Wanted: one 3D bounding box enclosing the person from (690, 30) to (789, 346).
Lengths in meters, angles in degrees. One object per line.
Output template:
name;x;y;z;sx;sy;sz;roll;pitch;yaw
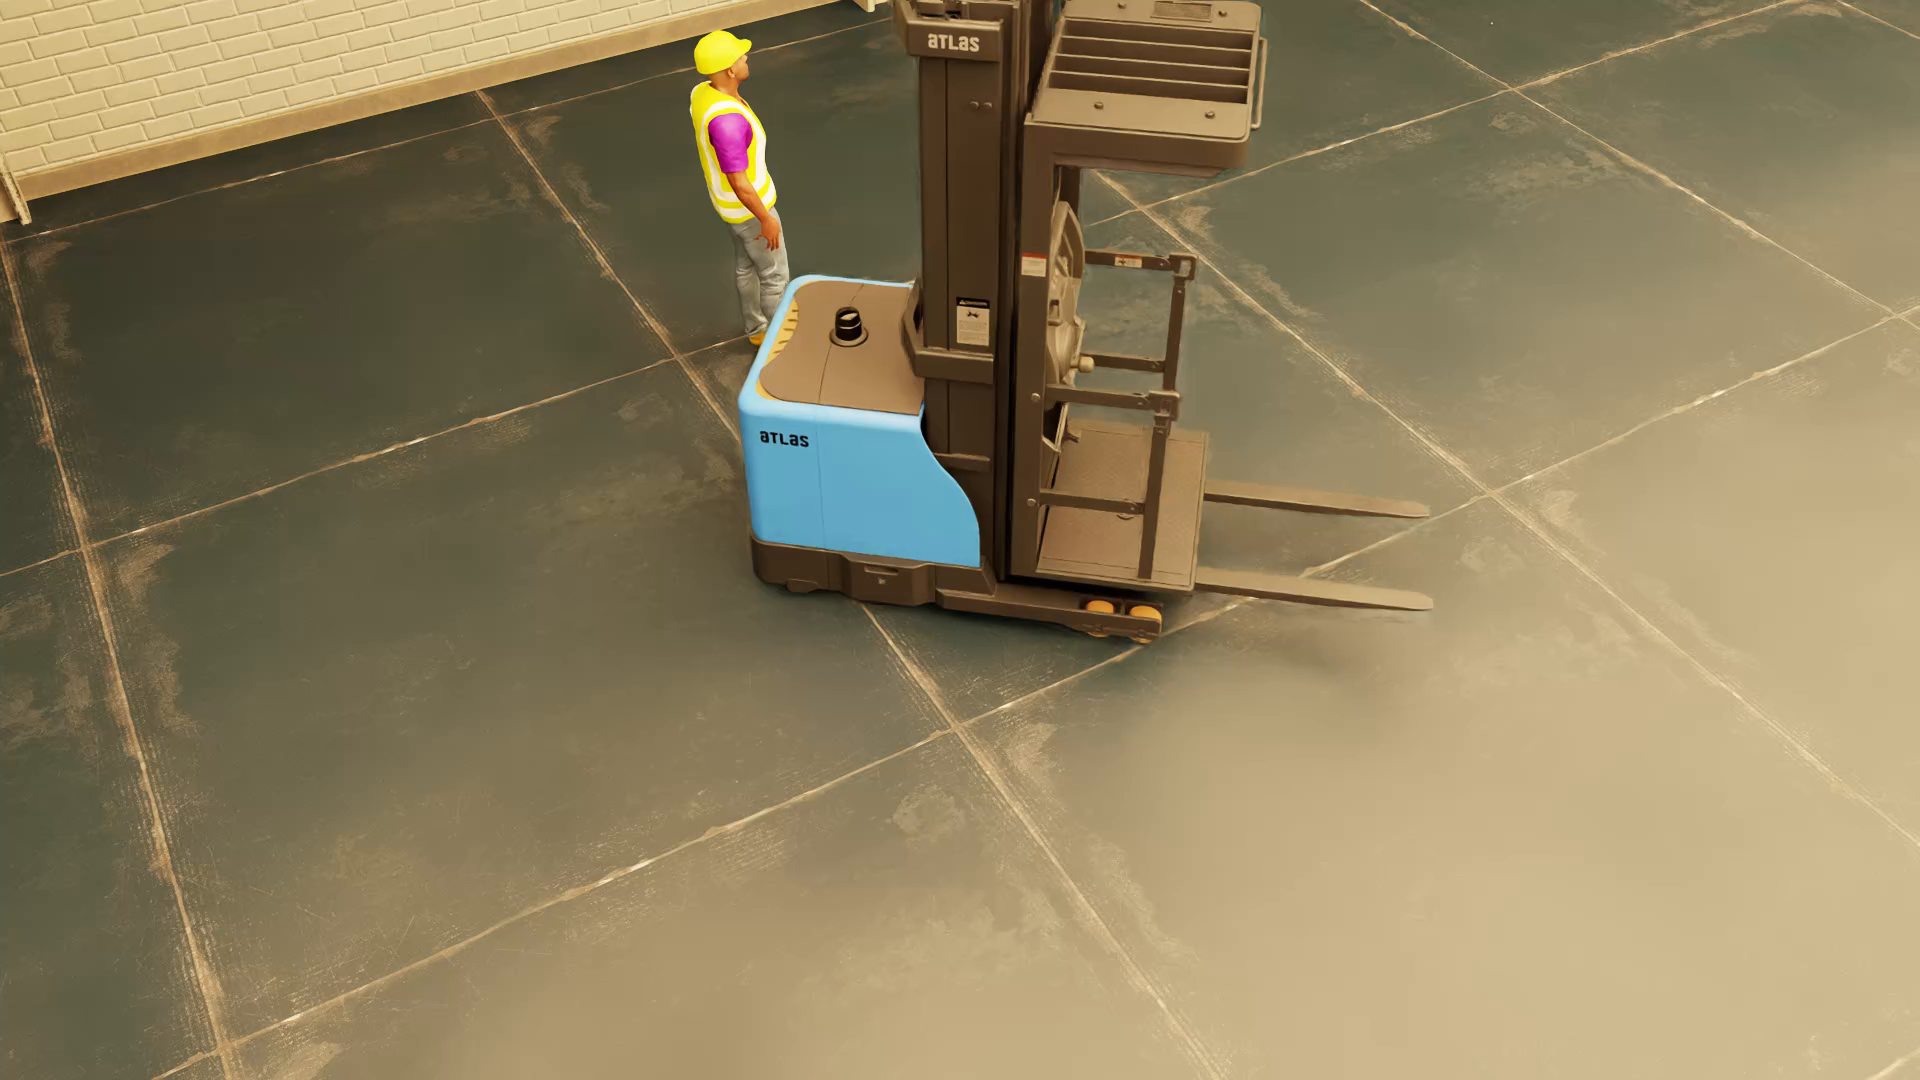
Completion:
person;-1.013;-1.739;8.419;0.576;1.766;0.666;-15;45;-16

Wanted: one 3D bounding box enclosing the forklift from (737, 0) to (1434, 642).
forklift;0.618;-1.015;6.792;3.031;2.935;1.130;7;43;7
